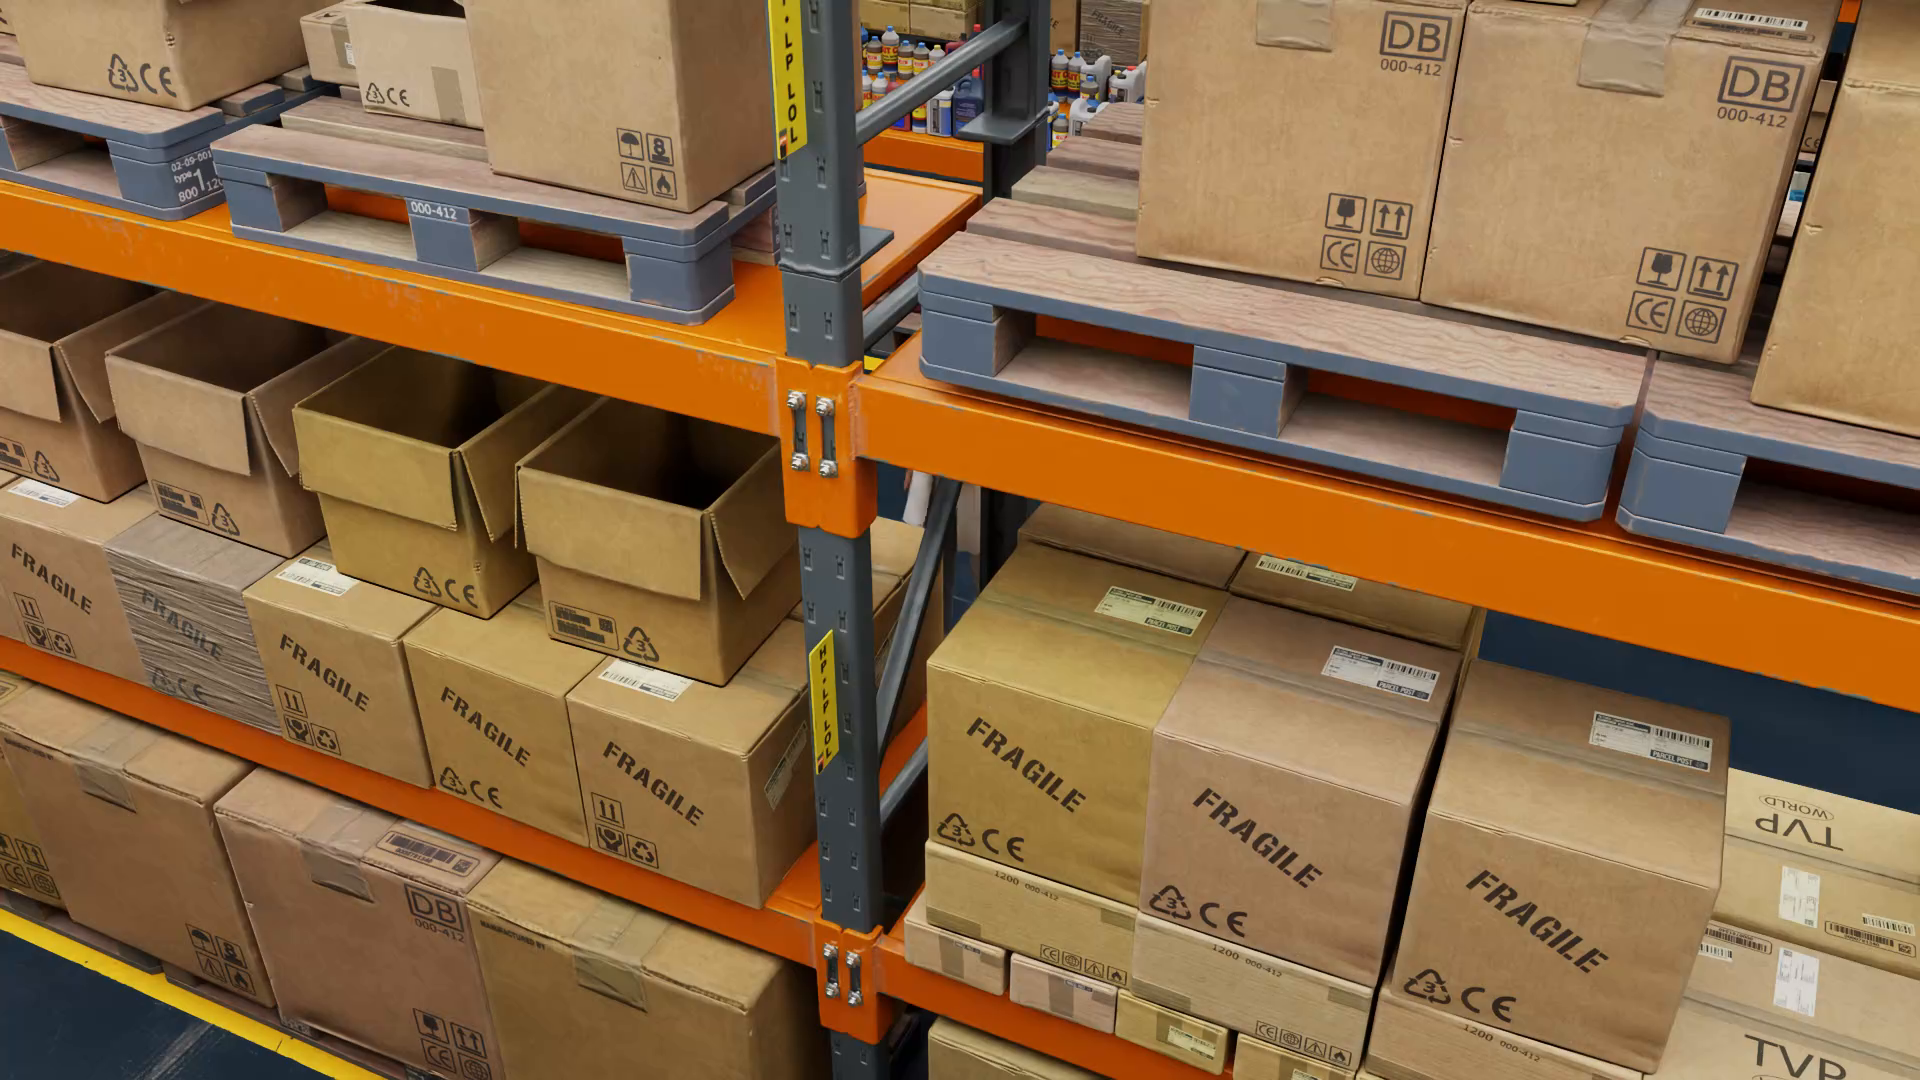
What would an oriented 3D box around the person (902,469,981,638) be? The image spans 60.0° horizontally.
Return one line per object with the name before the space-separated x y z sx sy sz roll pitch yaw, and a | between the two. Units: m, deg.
person | -0.004 -0.209 6.448 0.615 1.783 0.433 21 39 29
